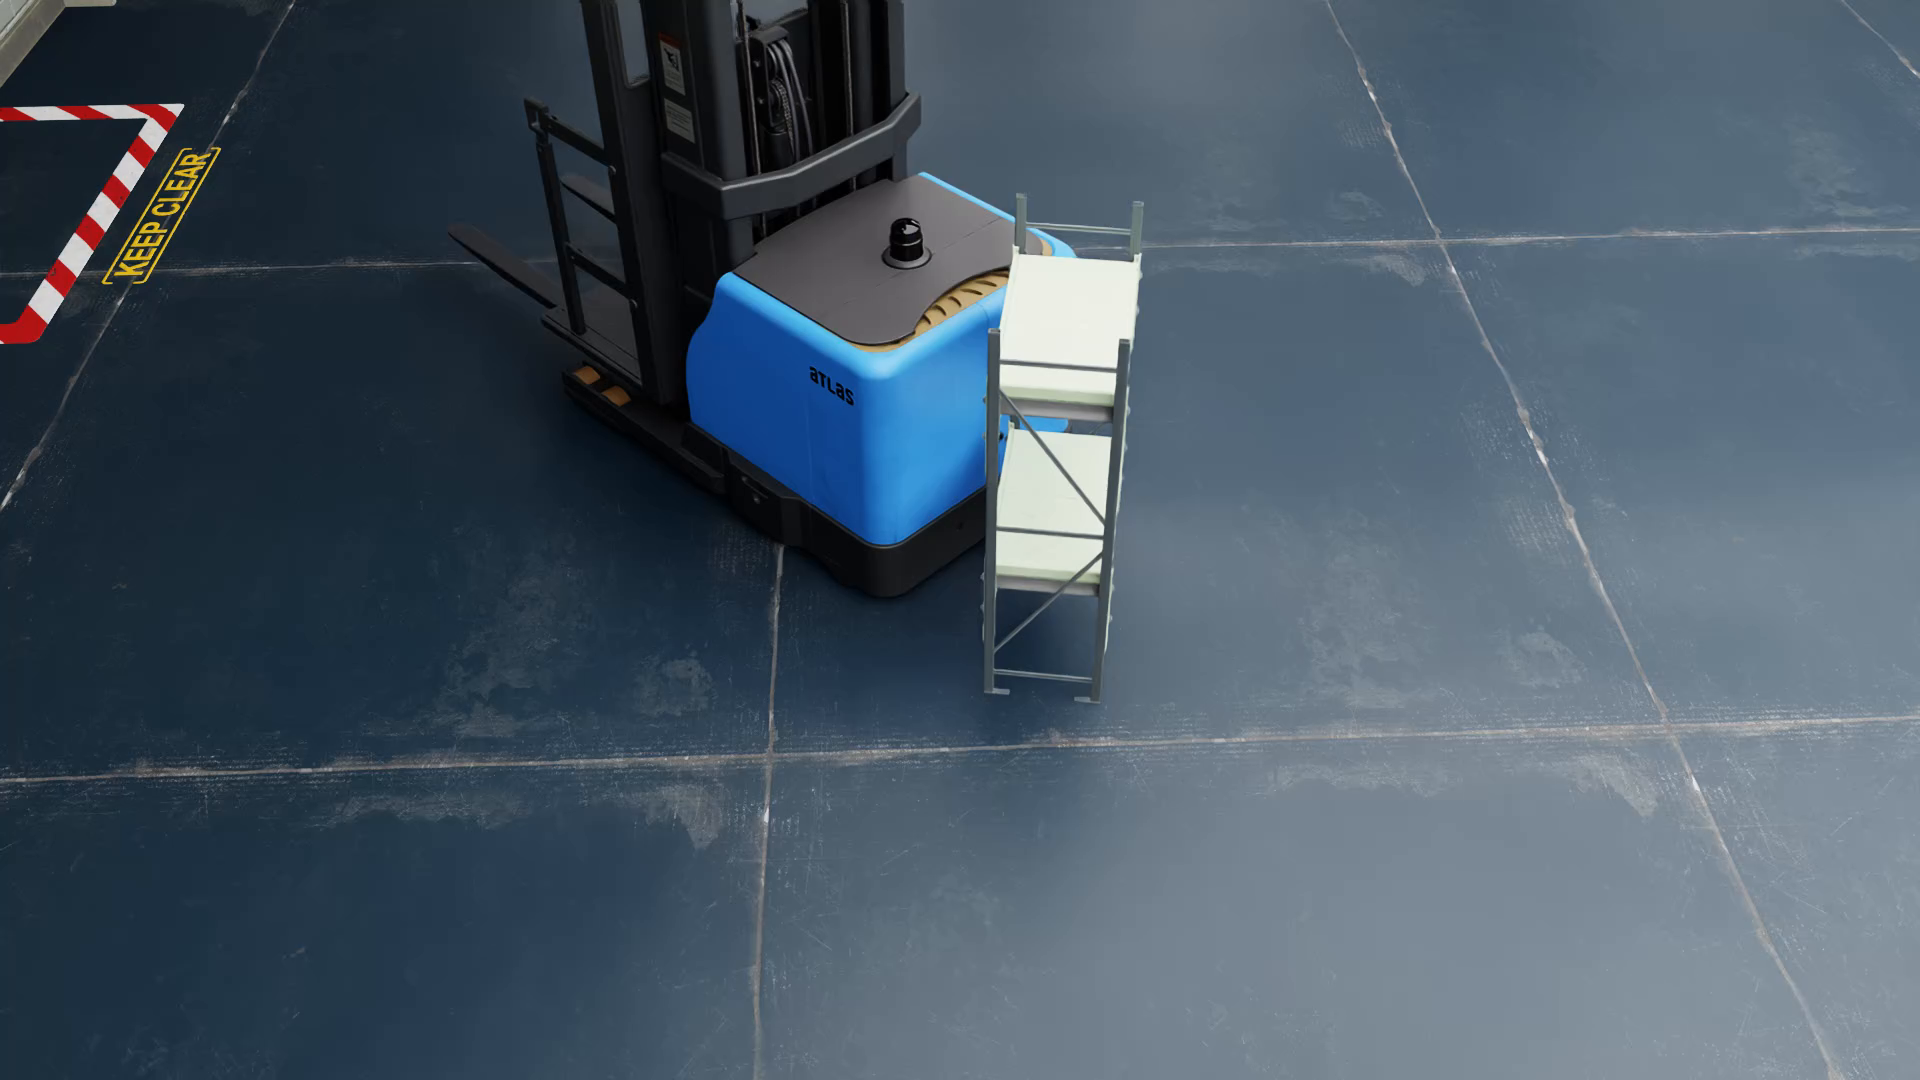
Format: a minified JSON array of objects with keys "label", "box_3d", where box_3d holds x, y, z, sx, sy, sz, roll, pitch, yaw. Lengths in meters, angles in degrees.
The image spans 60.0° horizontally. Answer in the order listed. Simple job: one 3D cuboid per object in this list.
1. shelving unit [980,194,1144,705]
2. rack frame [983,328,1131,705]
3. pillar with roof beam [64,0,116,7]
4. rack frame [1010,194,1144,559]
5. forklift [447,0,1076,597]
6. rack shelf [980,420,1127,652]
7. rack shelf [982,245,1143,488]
[{"label":"shelving unit","box_3d":[0.326,-0.264,5.428,0.431,1.500,0.755,5,43,5]},{"label":"rack frame","box_3d":[0.279,-0.019,5.160,0.400,1.500,0.023,5,43,5]},{"label":"pillar with roof beam","box_3d":[-0.761,-6.662,6.859,9.100,9.000,0.400,-2,43,-2]},{"label":"rack frame","box_3d":[0.373,-0.509,5.695,0.400,1.500,0.023,5,43,5]},{"label":"forklift","box_3d":[-0.982,-1.760,6.001,3.031,2.935,1.130,33,52,31]},{"label":"rack shelf","box_3d":[0.326,-0.023,5.648,0.431,0.370,0.720,5,43,5]},{"label":"rack shelf","box_3d":[0.326,-0.551,5.164,0.431,0.370,0.720,5,43,5]}]
